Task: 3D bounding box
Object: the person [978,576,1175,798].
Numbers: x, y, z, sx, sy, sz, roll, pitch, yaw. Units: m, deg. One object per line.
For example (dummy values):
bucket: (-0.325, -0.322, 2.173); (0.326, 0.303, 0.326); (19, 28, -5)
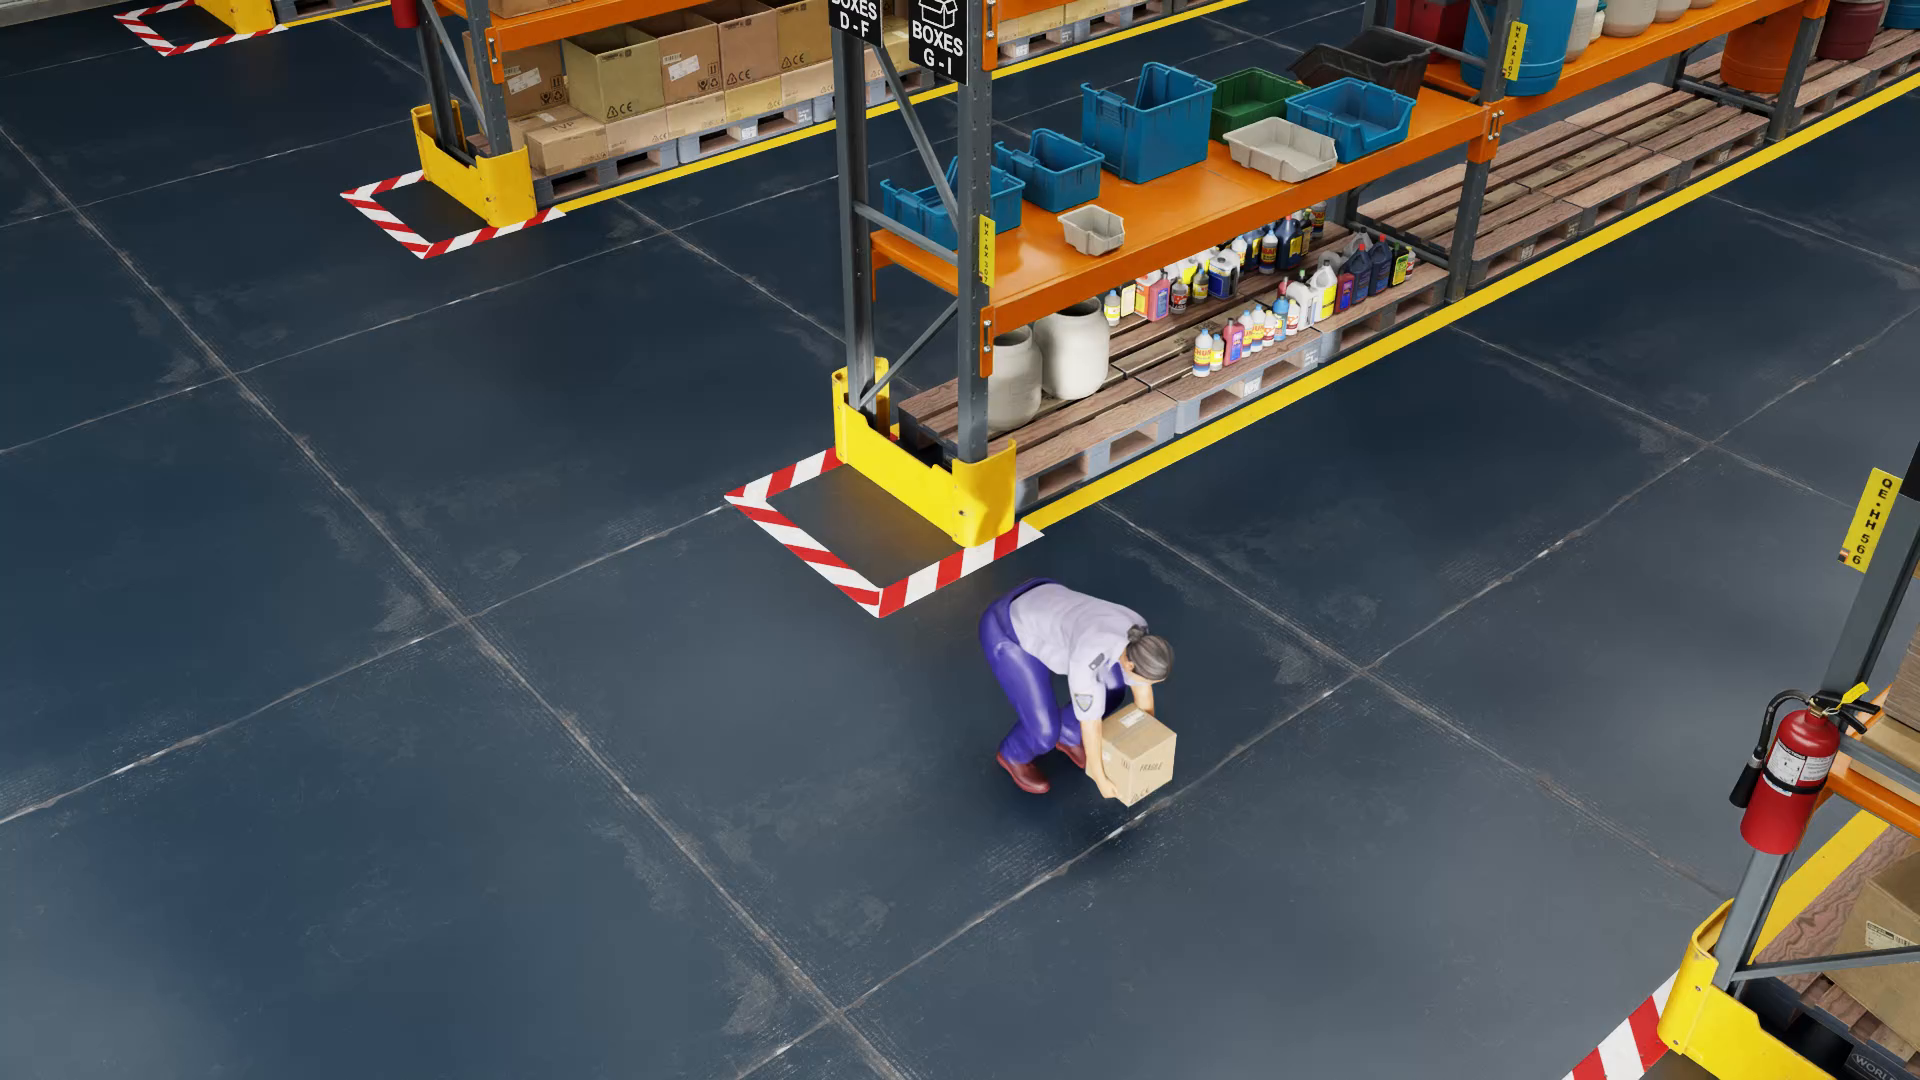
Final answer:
person: (0.477, 0.623, 6.800); (0.504, 0.985, 0.892); (-29, 45, -33)
